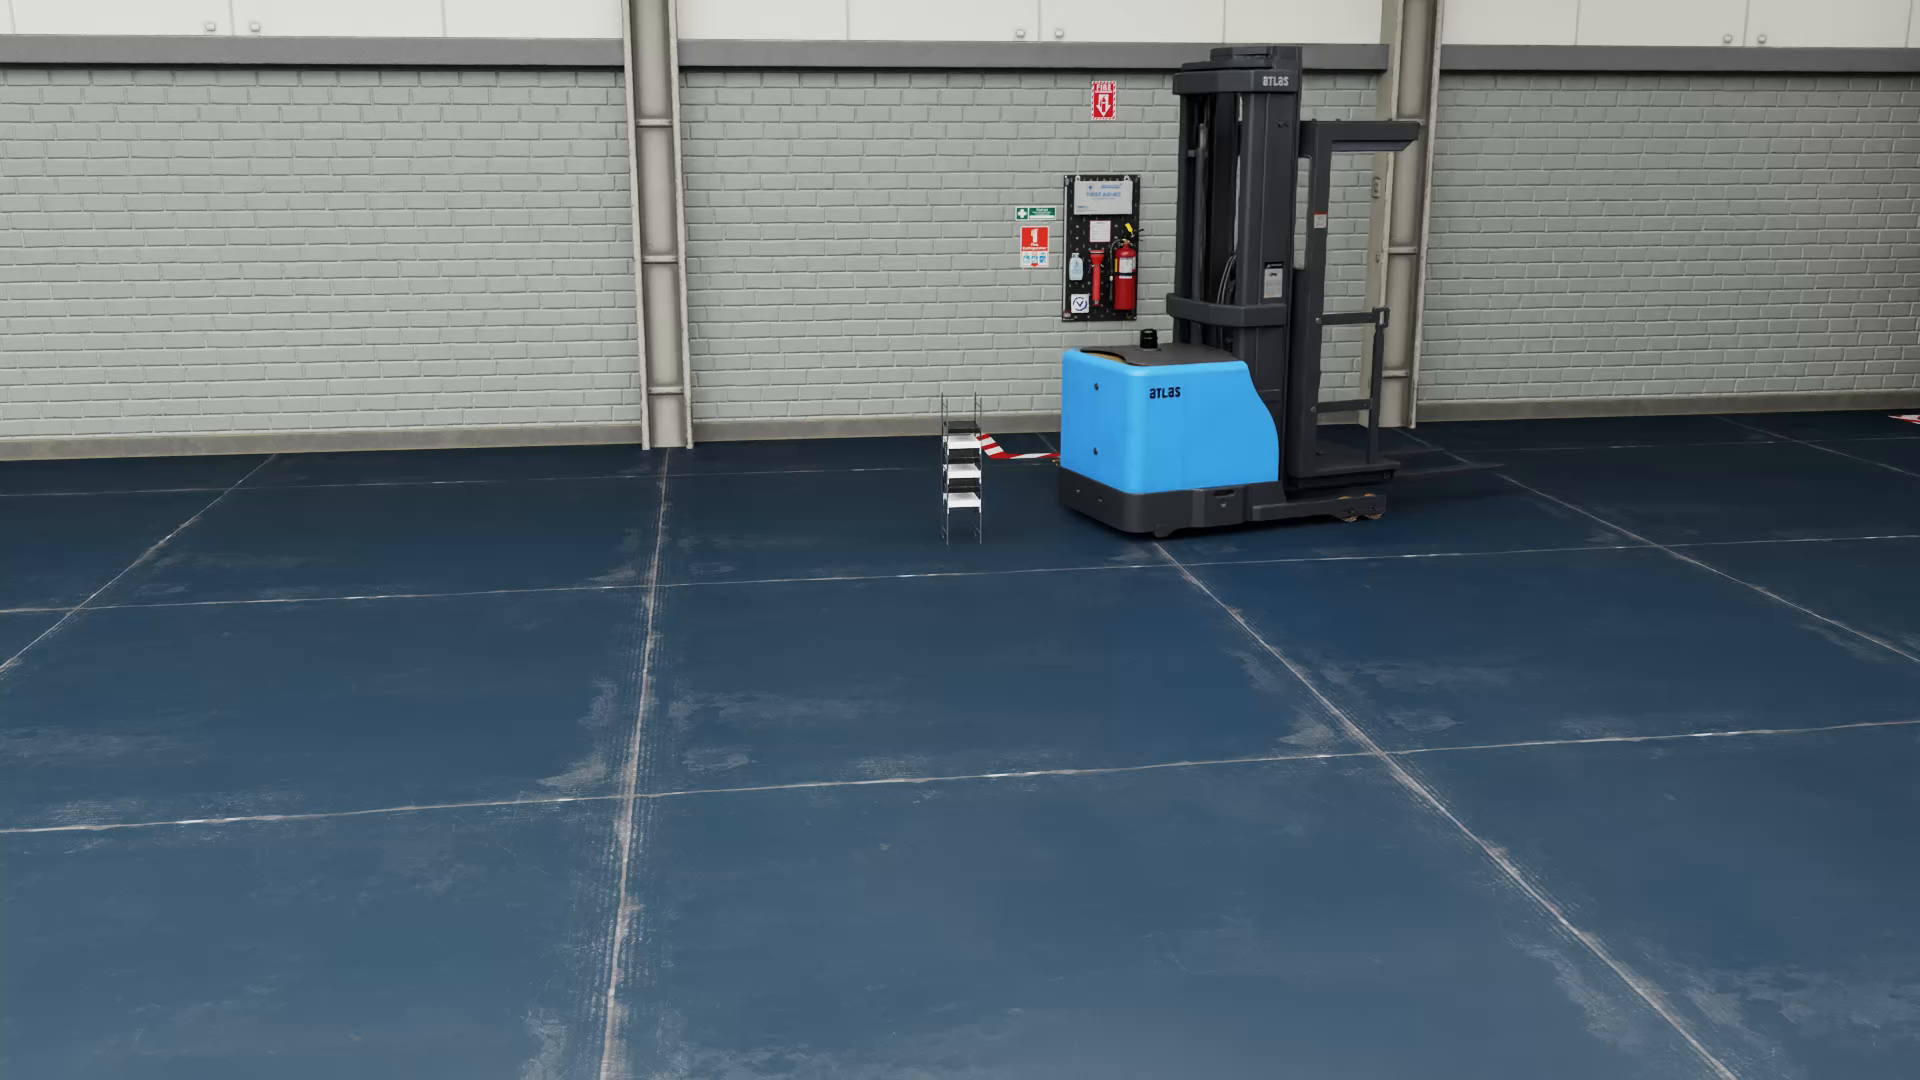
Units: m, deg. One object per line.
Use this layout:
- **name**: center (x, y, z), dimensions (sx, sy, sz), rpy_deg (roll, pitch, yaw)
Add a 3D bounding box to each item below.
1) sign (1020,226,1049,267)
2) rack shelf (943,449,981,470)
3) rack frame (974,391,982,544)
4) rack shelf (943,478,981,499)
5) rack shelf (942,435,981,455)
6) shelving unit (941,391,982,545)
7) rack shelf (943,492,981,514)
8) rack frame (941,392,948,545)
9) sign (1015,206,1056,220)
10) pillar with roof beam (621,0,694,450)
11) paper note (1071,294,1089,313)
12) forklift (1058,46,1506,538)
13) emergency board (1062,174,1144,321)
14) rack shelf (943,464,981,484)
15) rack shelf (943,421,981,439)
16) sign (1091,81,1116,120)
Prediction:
- **sign**: center (0.602, -2.367, 13.422), dimensions (0.234, 0.329, 0.001), rpy_deg (-2, 14, -8)
- **rack shelf**: center (0.008, -0.492, 10.100), dimensions (0.200, 0.077, 0.258), rpy_deg (-2, 14, -8)
- **rack frame**: center (0.109, -0.440, 10.128), dimensions (0.006, 0.900, 0.240), rpy_deg (-2, 14, -8)
- **rack shelf**: center (0.008, -0.317, 10.144), dimensions (0.200, 0.077, 0.258), rpy_deg (-2, 14, -8)
- **rack shelf**: center (0.008, -0.579, 10.078), dimensions (0.200, 0.077, 0.258), rpy_deg (-2, 14, -8)
- **shelving unit**: center (0.008, -0.437, 10.114), dimensions (0.210, 0.900, 0.258), rpy_deg (-2, 14, -8)
- **rack shelf**: center (0.008, -0.230, 10.165), dimensions (0.200, 0.077, 0.258), rpy_deg (-2, 14, -8)
- **rack frame**: center (-0.093, -0.433, 10.099), dimensions (0.006, 0.900, 0.240), rpy_deg (-2, 14, -8)
- **sign**: center (0.608, -2.622, 13.349), dimensions (0.331, 0.109, 0.001), rpy_deg (-2, 14, -8)
- **pillar with roof beam**: center (-1.678, -4.083, 8.002), dimensions (0.400, 9.000, 9.100), rpy_deg (-2, 14, -8)
- **paper note**: center (0.979, -1.928, 13.555), dimensions (0.142, 0.148, 0.016), rpy_deg (-2, 14, -8)
- **forklift**: center (2.208, -1.648, 10.770), dimensions (3.031, 2.935, 1.130), rpy_deg (-6, 15, -22)
- **emergency board**: center (1.164, -2.345, 13.407), dimensions (0.643, 1.169, 0.194), rpy_deg (-2, 14, -8)
- **rack shelf**: center (0.008, -0.404, 10.122), dimensions (0.200, 0.077, 0.258), rpy_deg (-2, 14, -8)
- **rack shelf**: center (0.008, -0.666, 10.056), dimensions (0.200, 0.077, 0.258), rpy_deg (-2, 14, -8)
- **sign**: center (1.142, -3.493, 13.219), dimensions (0.199, 0.298, 0.001), rpy_deg (-2, 14, -8)
